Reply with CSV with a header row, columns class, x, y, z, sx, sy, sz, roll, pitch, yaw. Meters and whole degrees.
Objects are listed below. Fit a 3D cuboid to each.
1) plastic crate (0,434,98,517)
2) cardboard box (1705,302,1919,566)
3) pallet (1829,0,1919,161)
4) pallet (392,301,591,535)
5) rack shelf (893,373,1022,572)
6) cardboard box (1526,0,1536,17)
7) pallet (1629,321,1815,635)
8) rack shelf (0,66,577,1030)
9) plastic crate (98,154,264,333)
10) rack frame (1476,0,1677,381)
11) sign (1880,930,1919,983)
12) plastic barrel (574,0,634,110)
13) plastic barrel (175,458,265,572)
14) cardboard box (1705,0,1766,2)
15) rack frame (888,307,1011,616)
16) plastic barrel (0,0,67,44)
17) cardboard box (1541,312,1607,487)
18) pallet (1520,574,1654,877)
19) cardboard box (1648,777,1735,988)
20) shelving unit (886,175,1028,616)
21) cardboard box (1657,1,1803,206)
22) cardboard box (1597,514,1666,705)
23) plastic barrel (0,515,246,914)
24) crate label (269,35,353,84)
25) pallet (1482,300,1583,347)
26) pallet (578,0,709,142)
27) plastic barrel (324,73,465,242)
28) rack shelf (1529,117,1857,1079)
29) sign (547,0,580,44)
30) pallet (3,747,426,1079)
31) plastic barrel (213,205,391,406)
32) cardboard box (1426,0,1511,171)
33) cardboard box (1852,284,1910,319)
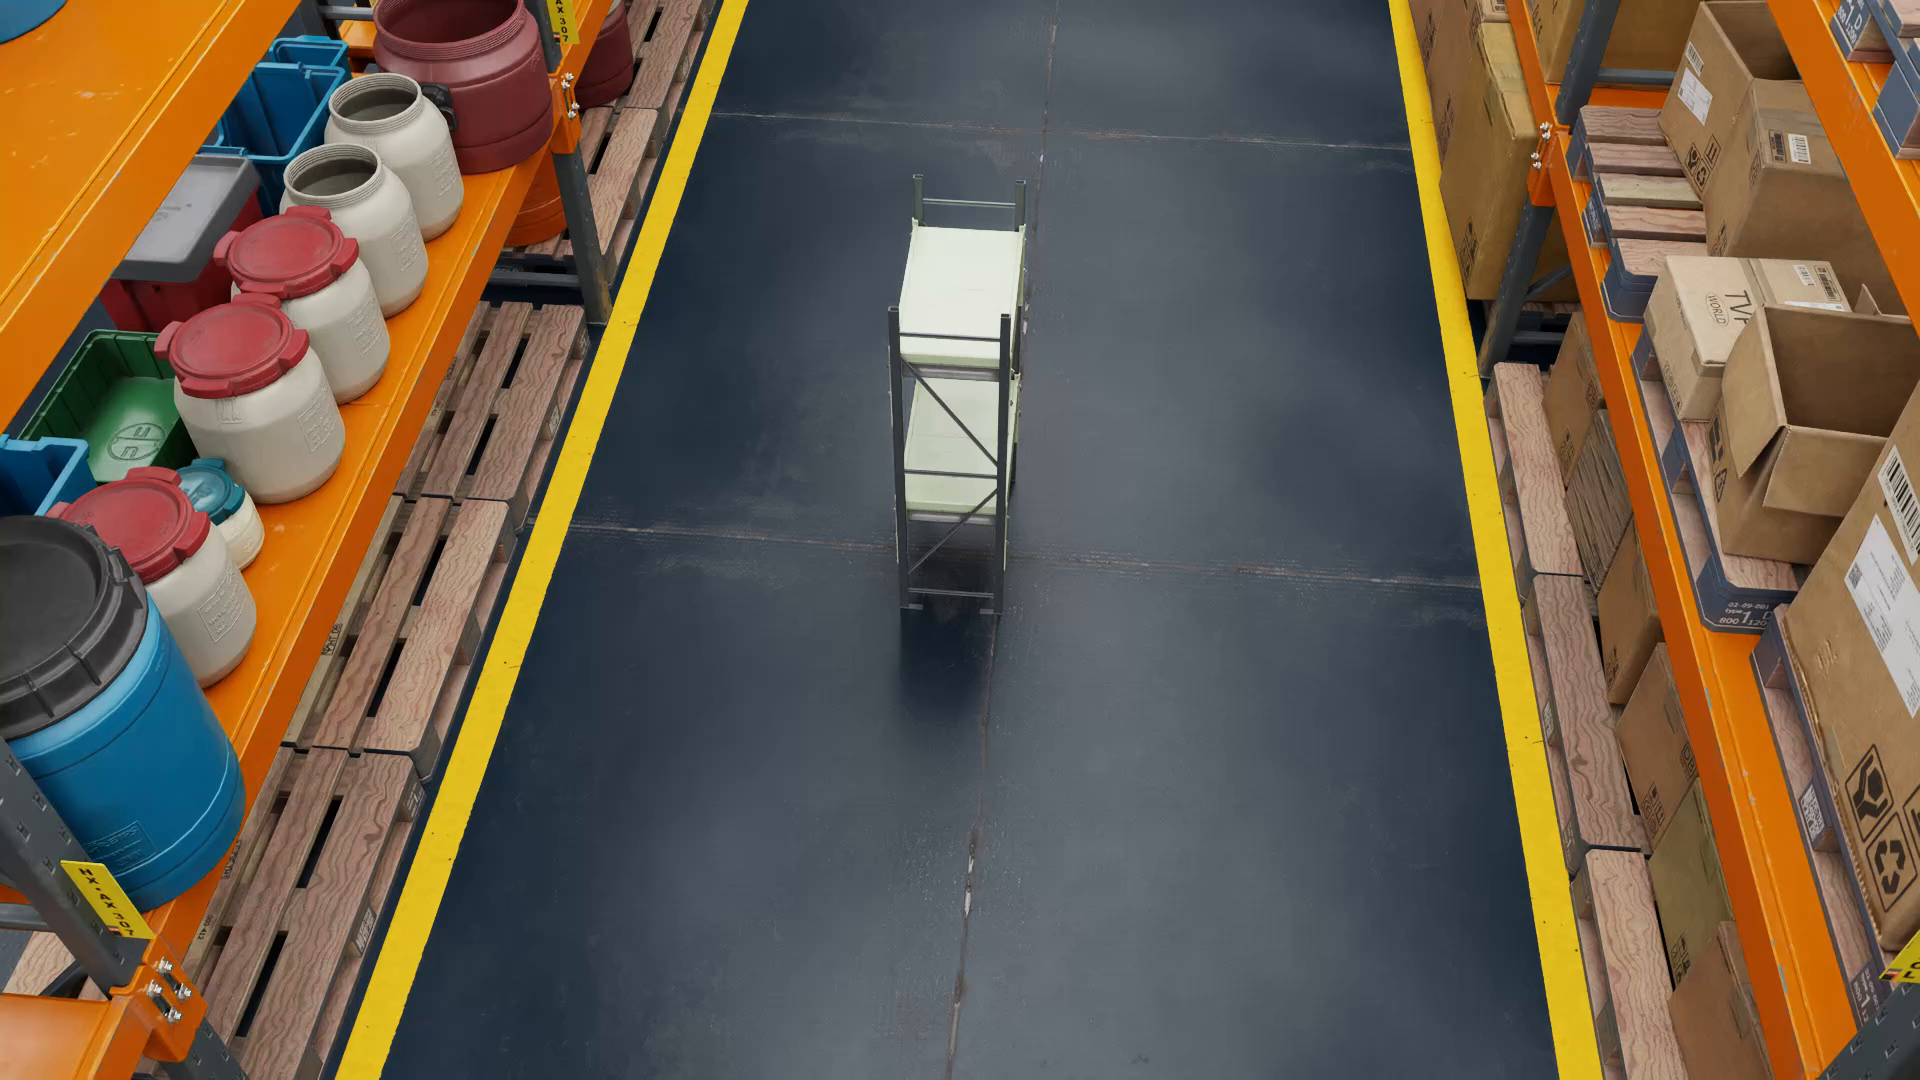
class,x,y,z,sx,sy,sz,roll,pitch,yaw
plastic crate,-2.690,0.043,4.689,0.392,0.384,0.575,4,48,4
cardboard box,2.518,-0.255,4.596,0.797,0.503,0.637,8,48,8
pallet,2.706,-0.956,3.686,1.213,0.211,1.003,4,48,4
pallet,-2.225,-0.563,7.122,1.003,0.211,1.213,4,48,4
rack shelf,-0.001,-0.281,6.433,0.431,0.370,0.720,4,48,4
cardboard box,2.666,-2.516,6.951,0.500,0.500,0.500,3,48,3
pallet,2.677,-0.215,5.044,1.003,0.211,1.213,4,48,4
rack shelf,-2.298,-0.358,5.532,1.077,0.370,4.000,4,48,4
plastic crate,-2.568,-0.925,5.520,0.402,0.464,0.583,4,48,4
rack frame,2.816,-1.737,6.306,1.000,3.000,0.127,4,48,4
sign,1.899,0.776,3.222,0.100,0.325,0.005,4,48,4
plastic barrel,-1.985,-2.589,8.435,0.600,0.588,0.708,4,48,4
plastic barrel,-2.207,-0.047,4.854,0.301,0.262,0.301,0,48,0
cardboard box,3.132,-2.110,6.579,0.500,0.500,0.500,5,48,5
rack frame,-0.034,-0.232,5.946,0.400,1.500,0.023,4,48,4
plastic barrel,-2.531,-1.662,3.865,0.600,0.901,0.708,4,48,4
cardboard box,2.775,-0.549,6.615,0.700,0.500,0.500,2,48,1
pallet,2.630,0.672,5.992,1.003,0.211,1.213,4,48,4
cardboard box,2.591,1.098,5.109,0.700,0.500,0.500,4,48,3
shelving unit,-0.001,-0.501,6.192,0.431,1.500,0.755,4,48,4
cardboard box,2.807,-1.513,5.749,0.500,0.500,0.500,-1,48,-1
cardboard box,2.693,0.277,5.860,0.700,0.500,0.500,7,48,7
plastic barrel,-2.144,0.436,3.979,0.600,0.901,0.708,4,48,4
crate label,-2.528,-1.730,6.413,0.303,0.233,0.416,4,48,4
pallet,2.963,-1.371,7.860,1.003,0.211,1.213,4,48,4
pallet,-1.972,-2.606,8.990,1.003,0.211,1.213,4,48,4
plastic barrel,-1.997,-1.338,5.865,0.421,0.512,0.421,0,48,0
rack shelf,2.634,-0.025,5.228,1.077,0.370,4.000,4,48,4
sign,-1.567,-2.094,6.522,0.100,0.325,0.005,4,48,4
pallet,-2.448,1.230,5.482,1.003,0.211,1.213,4,48,4
plastic barrel,-2.069,-0.722,5.286,0.433,0.535,0.433,0,48,0
cardboard box,2.989,-2.322,7.997,1.225,0.875,0.875,4,48,4
cardboard box,2.933,-0.590,5.064,0.396,0.266,0.258,3,48,2
